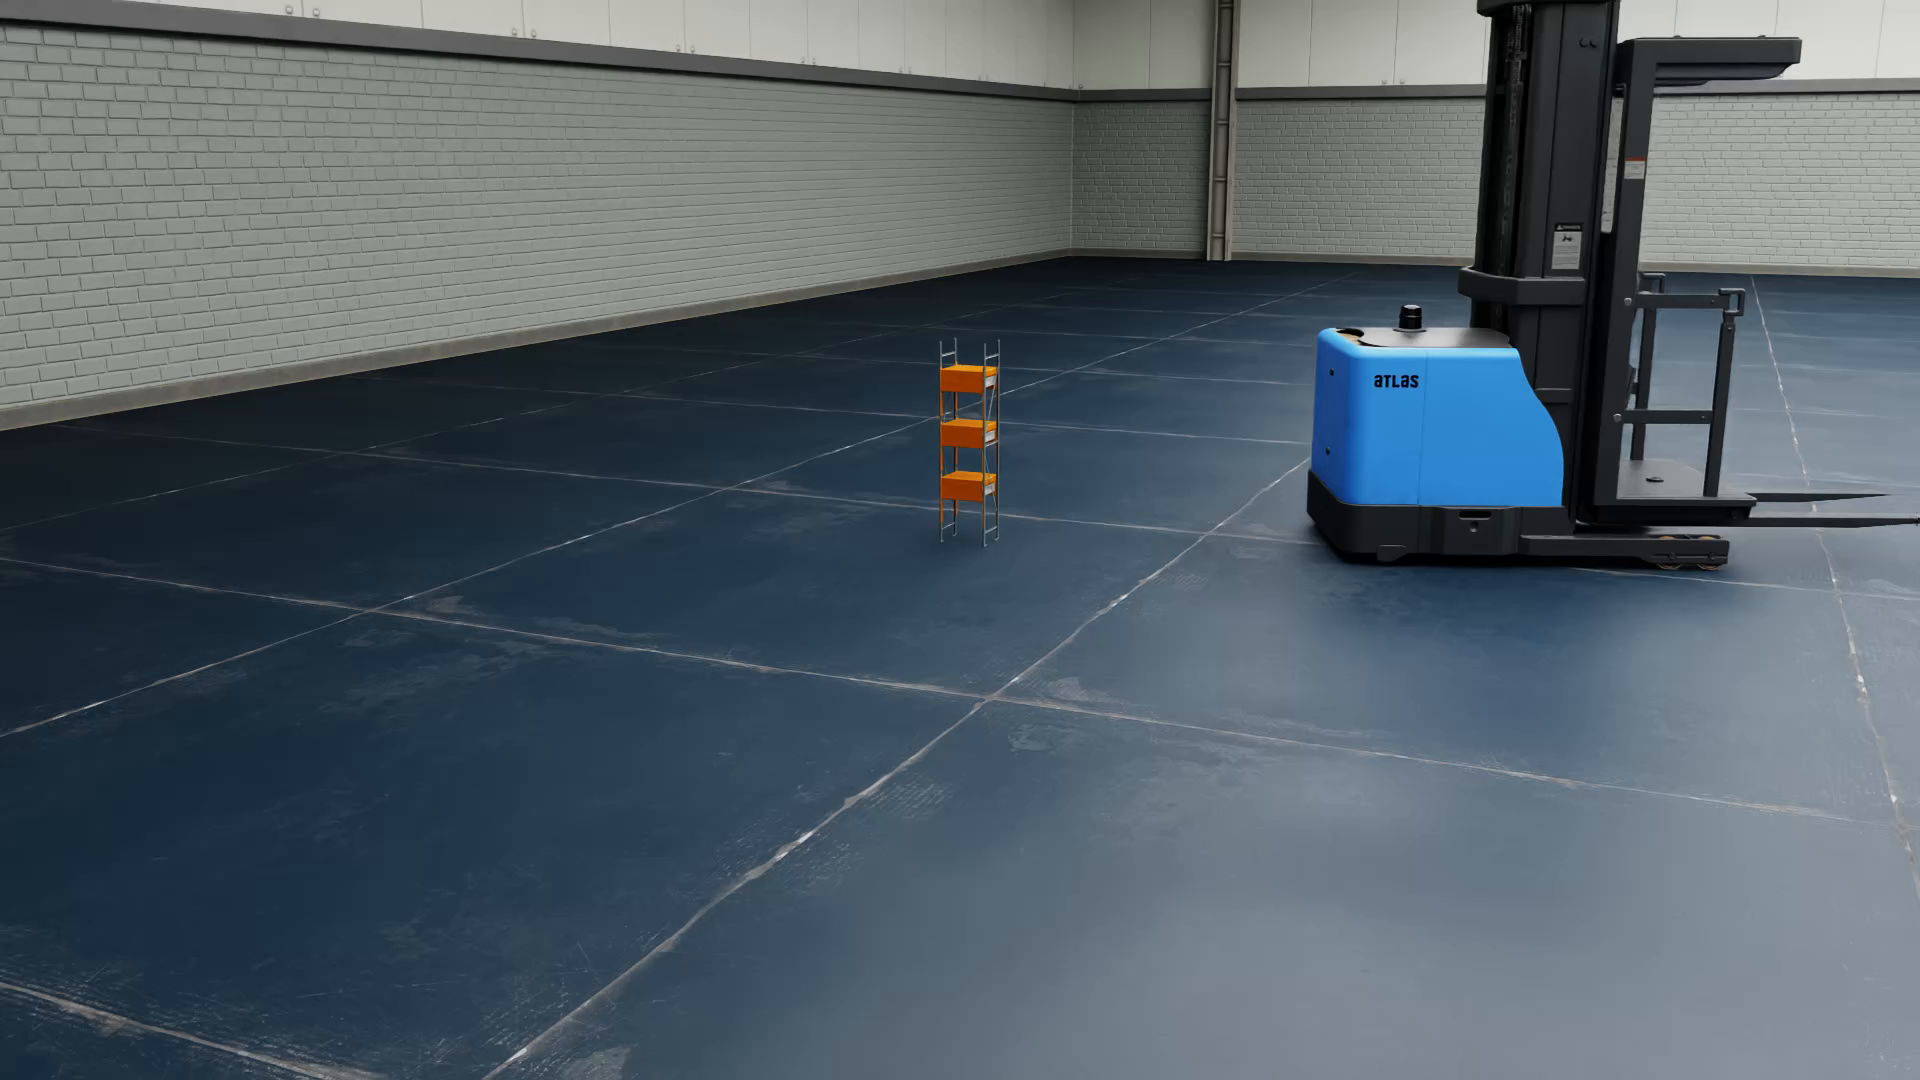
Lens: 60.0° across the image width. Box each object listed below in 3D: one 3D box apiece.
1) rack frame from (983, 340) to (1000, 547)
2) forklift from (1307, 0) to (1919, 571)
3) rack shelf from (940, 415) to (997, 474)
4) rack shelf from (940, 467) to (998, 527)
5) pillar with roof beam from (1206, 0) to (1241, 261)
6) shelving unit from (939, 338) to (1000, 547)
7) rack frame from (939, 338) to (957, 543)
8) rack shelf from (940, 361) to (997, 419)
[{"bbox_3d":[0.160,-0.495,8.566,0.008,1.050,0.200,6,14,23],"label":"rack frame"},{"bbox_3d":[3.395,-1.402,8.312,3.031,2.935,1.130,0,13,2],"label":"forklift"},{"bbox_3d":[0.049,-0.496,8.616,0.240,0.259,0.215,6,14,23],"label":"rack shelf"},{"bbox_3d":[0.049,-0.225,8.680,0.240,0.259,0.215,6,14,23],"label":"rack shelf"},{"bbox_3d":[3.083,-8.703,26.148,0.400,9.000,9.100,6,14,23],"label":"pillar with roof beam"},{"bbox_3d":[0.049,-0.506,8.614,0.252,1.050,0.215,6,14,23],"label":"shelving unit"},{"bbox_3d":[-0.063,-0.517,8.662,0.008,1.050,0.200,6,14,23],"label":"rack frame"},{"bbox_3d":[0.049,-0.772,8.551,0.240,0.259,0.215,6,14,23],"label":"rack shelf"}]
